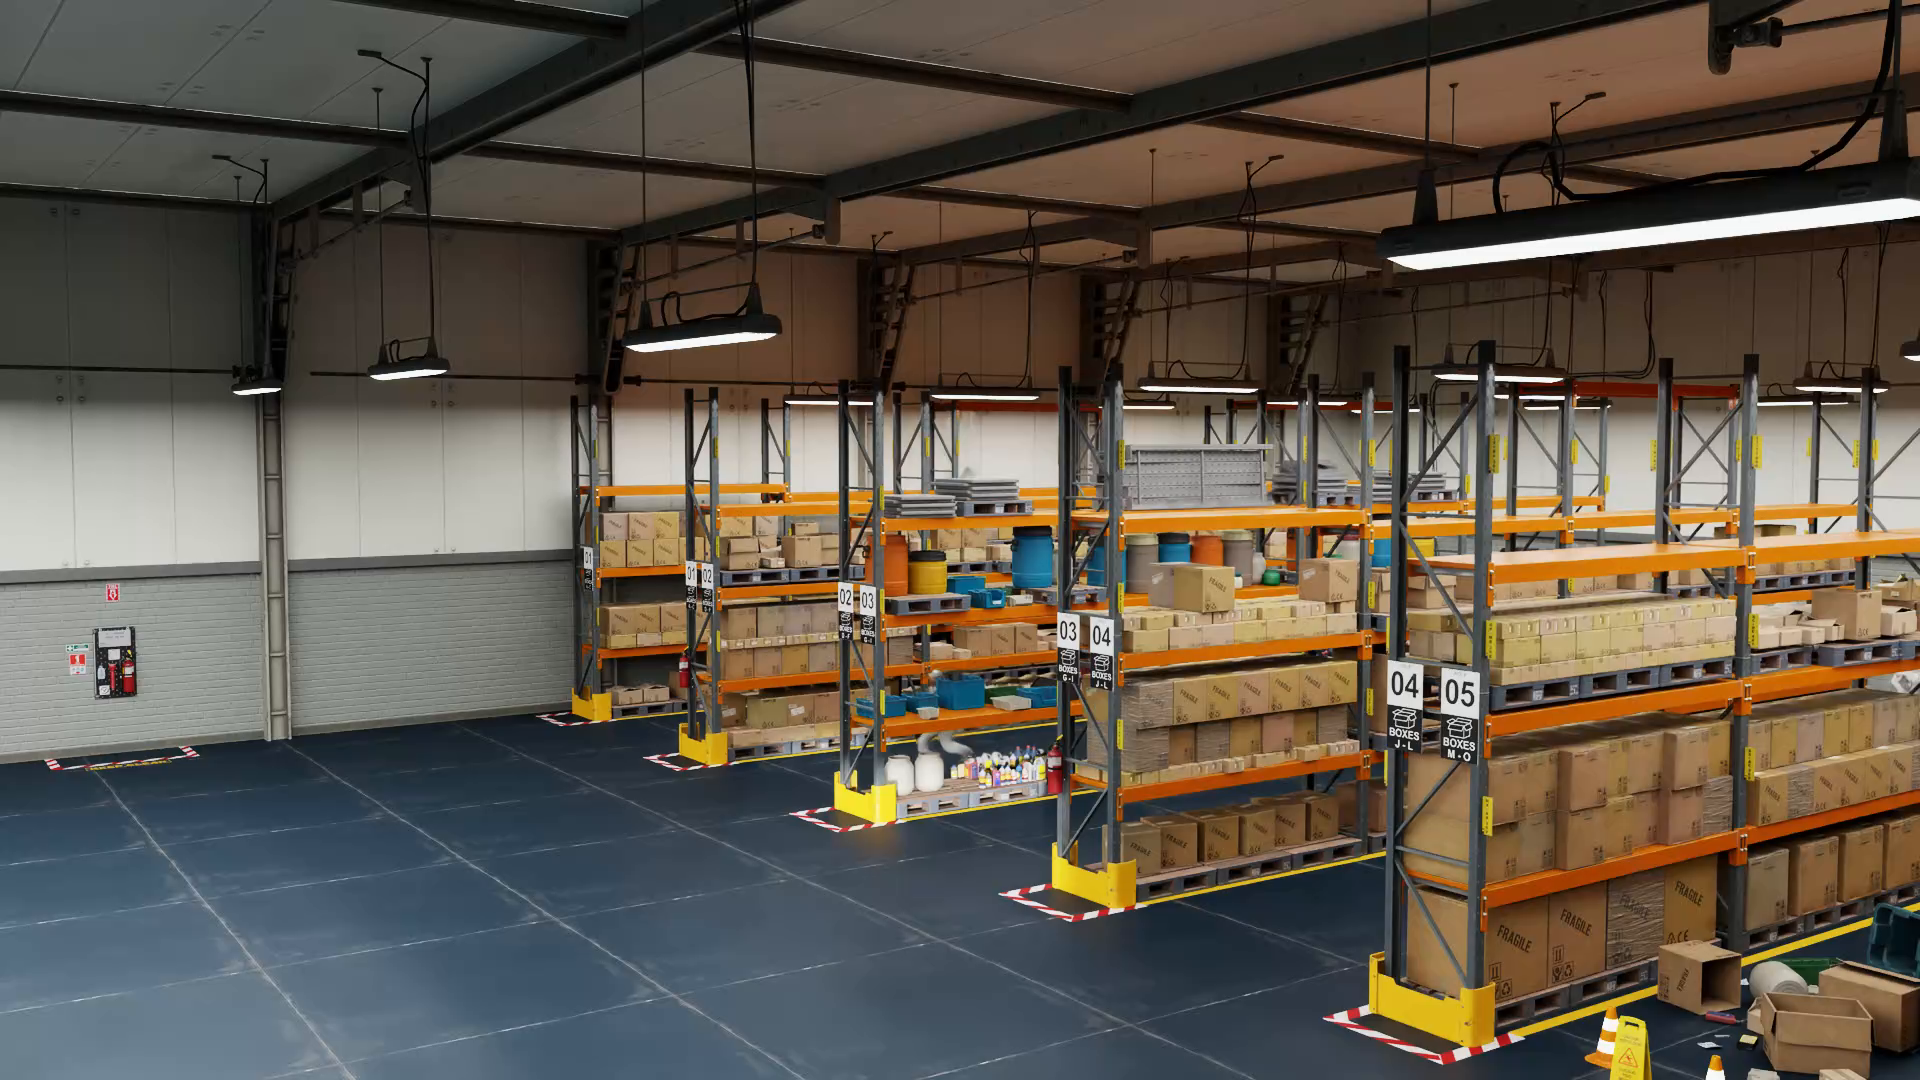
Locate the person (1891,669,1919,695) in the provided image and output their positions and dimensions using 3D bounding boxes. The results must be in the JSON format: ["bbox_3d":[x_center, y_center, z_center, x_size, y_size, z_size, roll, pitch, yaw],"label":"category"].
[{"bbox_3d":[15.721,2.686,27.372,0.610,1.752,0.716,0,3,5],"label":"person"}]

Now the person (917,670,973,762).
[{"bbox_3d":[-0.308,2.821,25.522,1.072,1.675,0.576,-2,4,-36],"label":"person"}]
